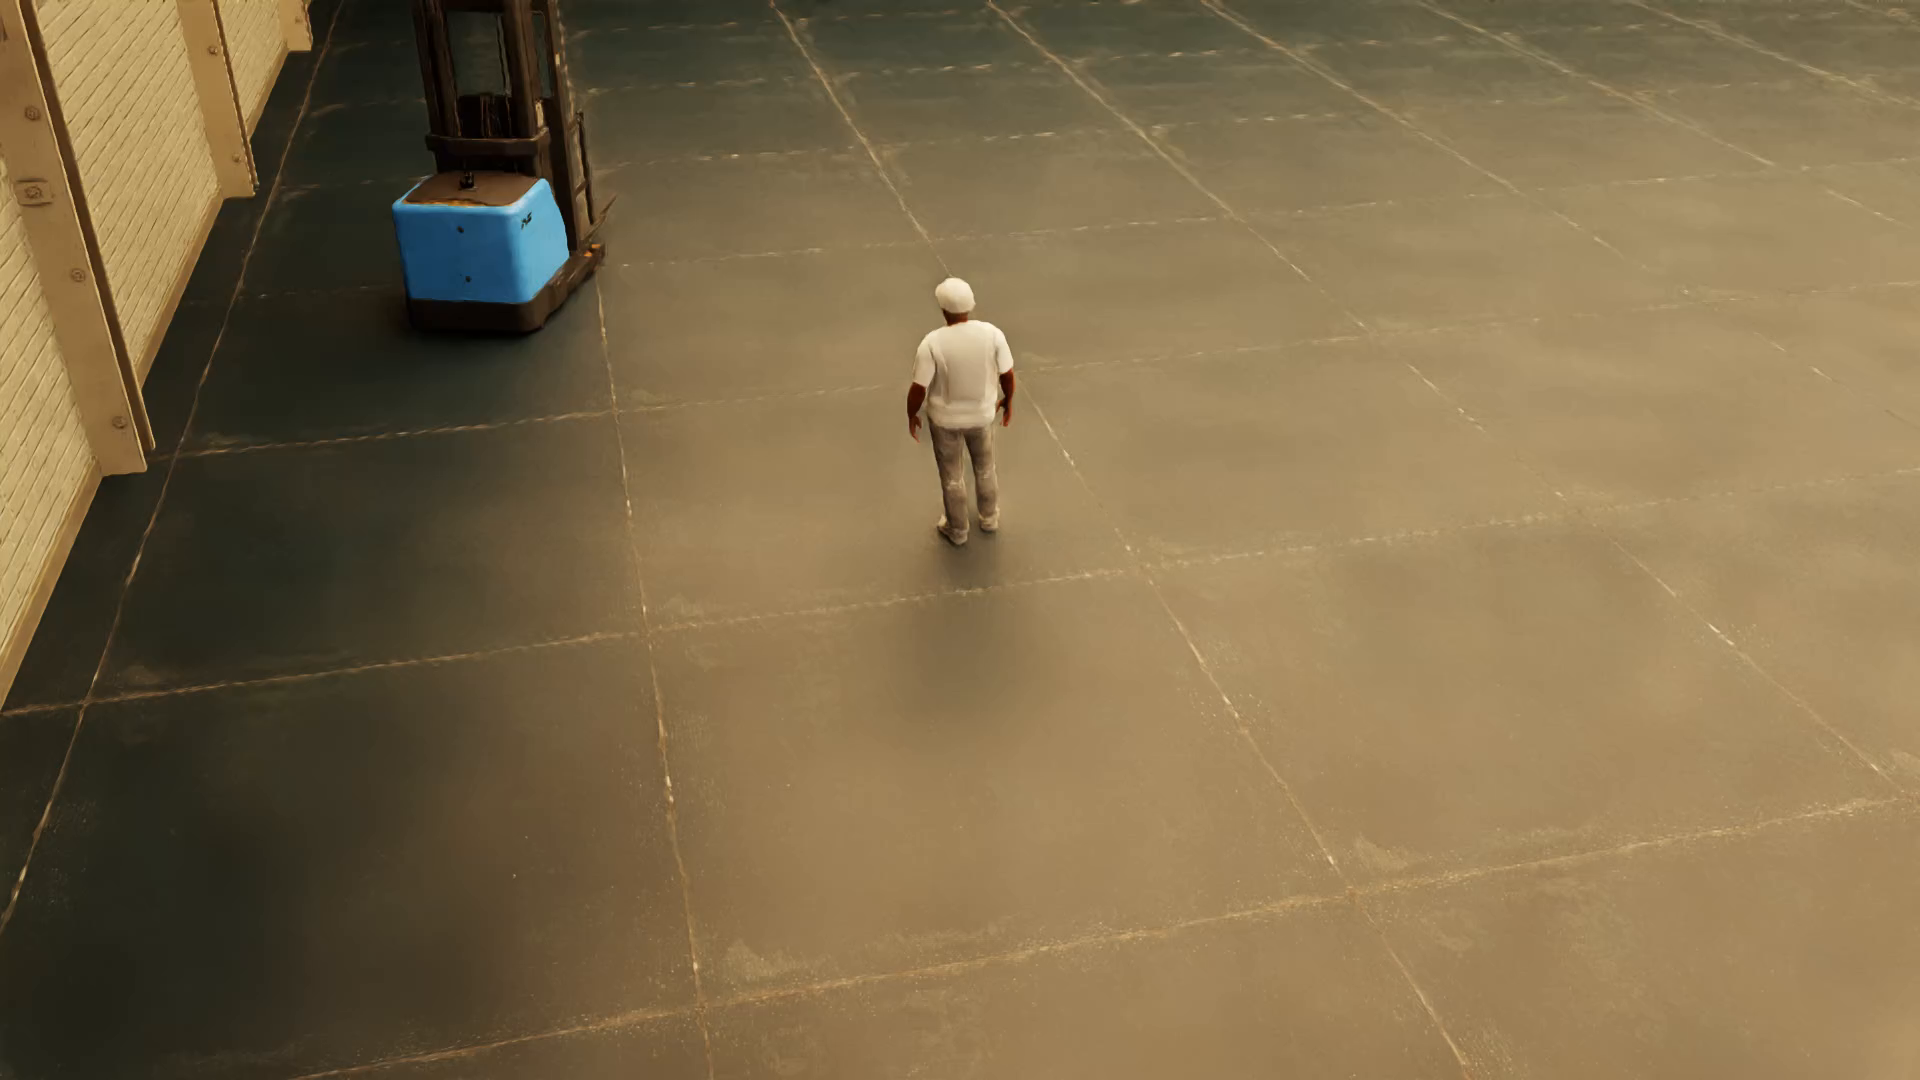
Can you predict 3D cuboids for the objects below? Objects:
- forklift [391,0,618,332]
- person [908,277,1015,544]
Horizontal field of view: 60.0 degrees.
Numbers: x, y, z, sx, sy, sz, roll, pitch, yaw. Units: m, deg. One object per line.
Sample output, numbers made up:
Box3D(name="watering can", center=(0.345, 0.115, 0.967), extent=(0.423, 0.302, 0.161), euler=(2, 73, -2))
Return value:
Box3D(name="forklift", center=(-3.746, -3.636, 13.856), extent=(1.130, 2.935, 3.031), euler=(3, 30, 6))
Box3D(name="person", center=(-0.011, -0.805, 10.114), extent=(0.665, 1.766, 0.576), euler=(-7, 31, -12))
